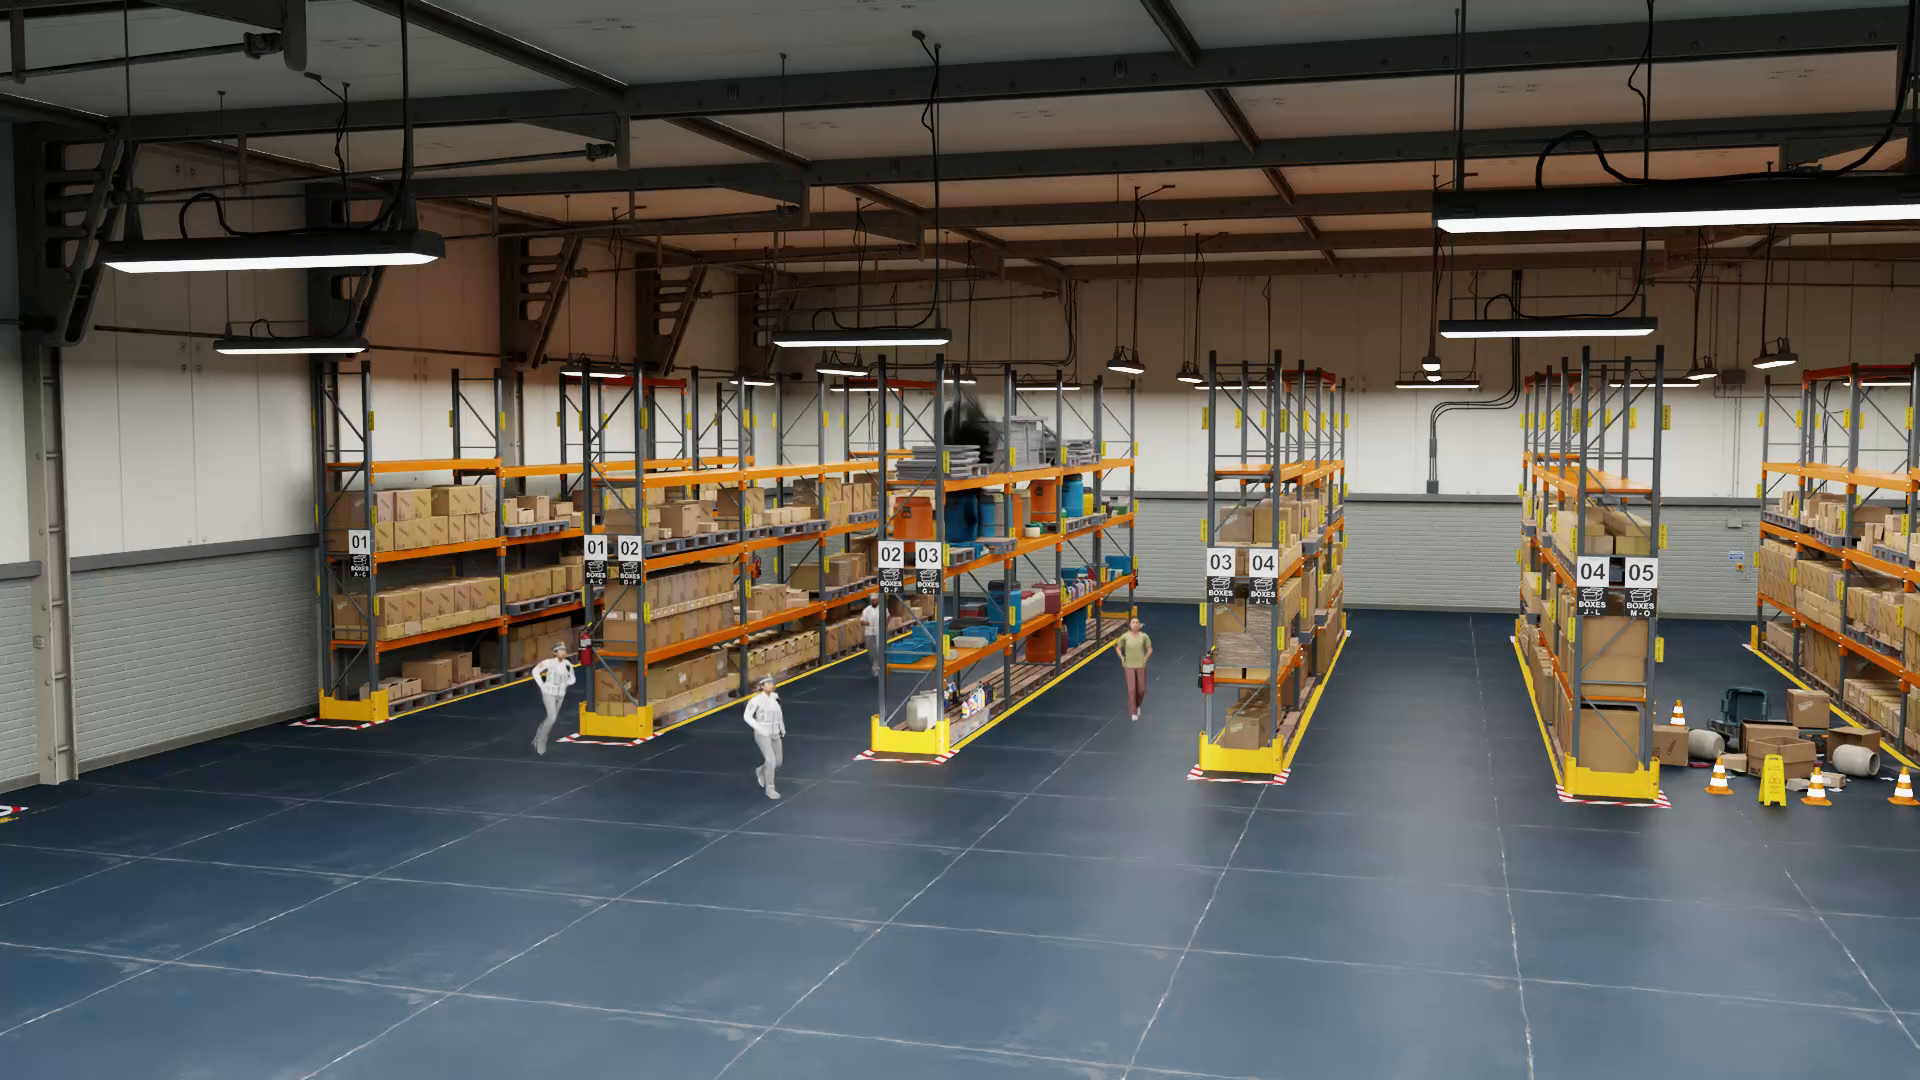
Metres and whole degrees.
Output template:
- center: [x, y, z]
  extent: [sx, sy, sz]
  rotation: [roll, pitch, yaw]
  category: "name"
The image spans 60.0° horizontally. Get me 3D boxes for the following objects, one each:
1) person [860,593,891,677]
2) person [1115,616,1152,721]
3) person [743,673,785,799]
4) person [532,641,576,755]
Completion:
- center: [-1.640, 1.838, 31.909]
  extent: [0.575, 1.668, 0.910]
  rotation: [0, 4, 6]
  category: "person"
- center: [2.753, 2.017, 26.272]
  extent: [0.581, 1.633, 0.539]
  rotation: [0, 4, 1]
  category: "person"
- center: [-2.614, 2.589, 22.195]
  extent: [0.628, 1.673, 0.587]
  rotation: [-4, 6, -45]
  category: "person"
- center: [-6.171, 2.379, 25.237]
  extent: [0.655, 1.703, 0.658]
  rotation: [-4, 6, -44]
  category: "person"
